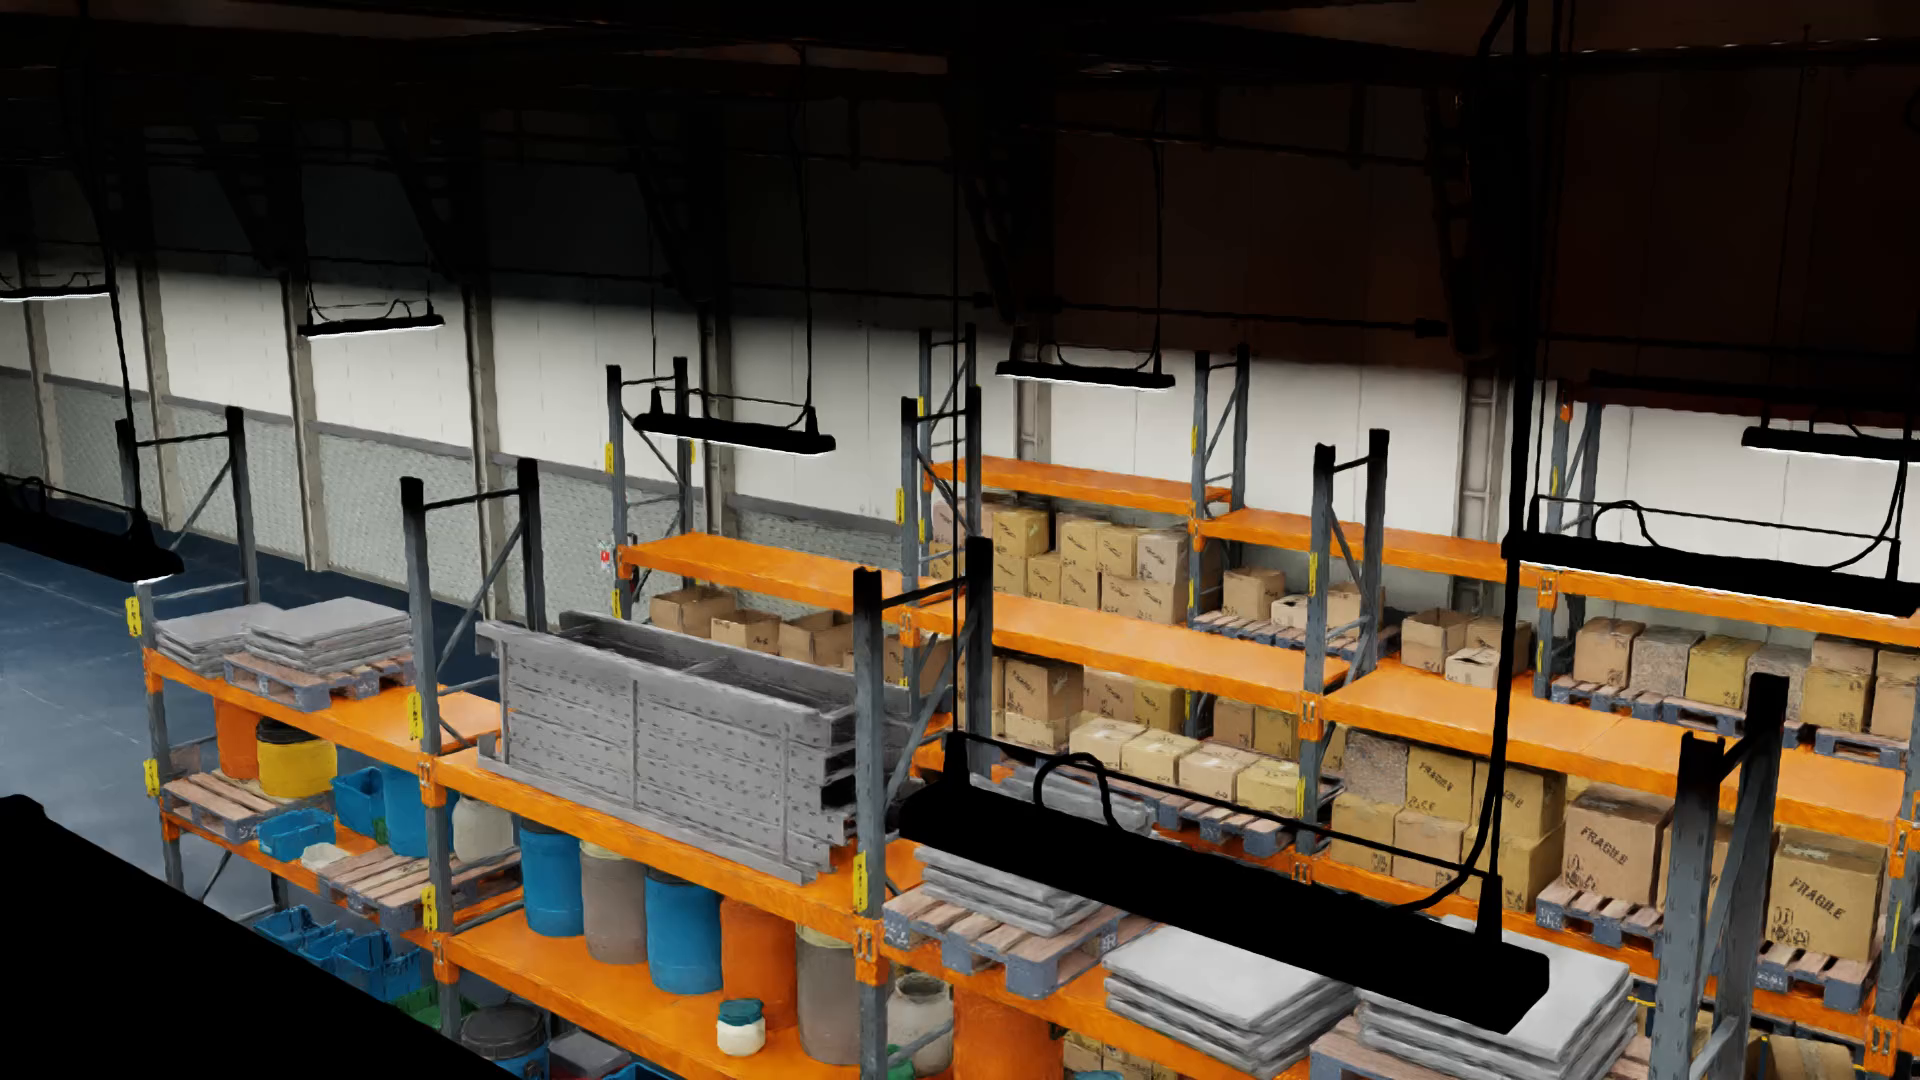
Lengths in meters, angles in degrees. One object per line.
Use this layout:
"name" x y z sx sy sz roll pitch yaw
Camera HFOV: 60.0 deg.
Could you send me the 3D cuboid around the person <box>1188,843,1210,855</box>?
"person" 2.313 3.624 16.081 0.577 1.785 0.655 -4 13 -19
